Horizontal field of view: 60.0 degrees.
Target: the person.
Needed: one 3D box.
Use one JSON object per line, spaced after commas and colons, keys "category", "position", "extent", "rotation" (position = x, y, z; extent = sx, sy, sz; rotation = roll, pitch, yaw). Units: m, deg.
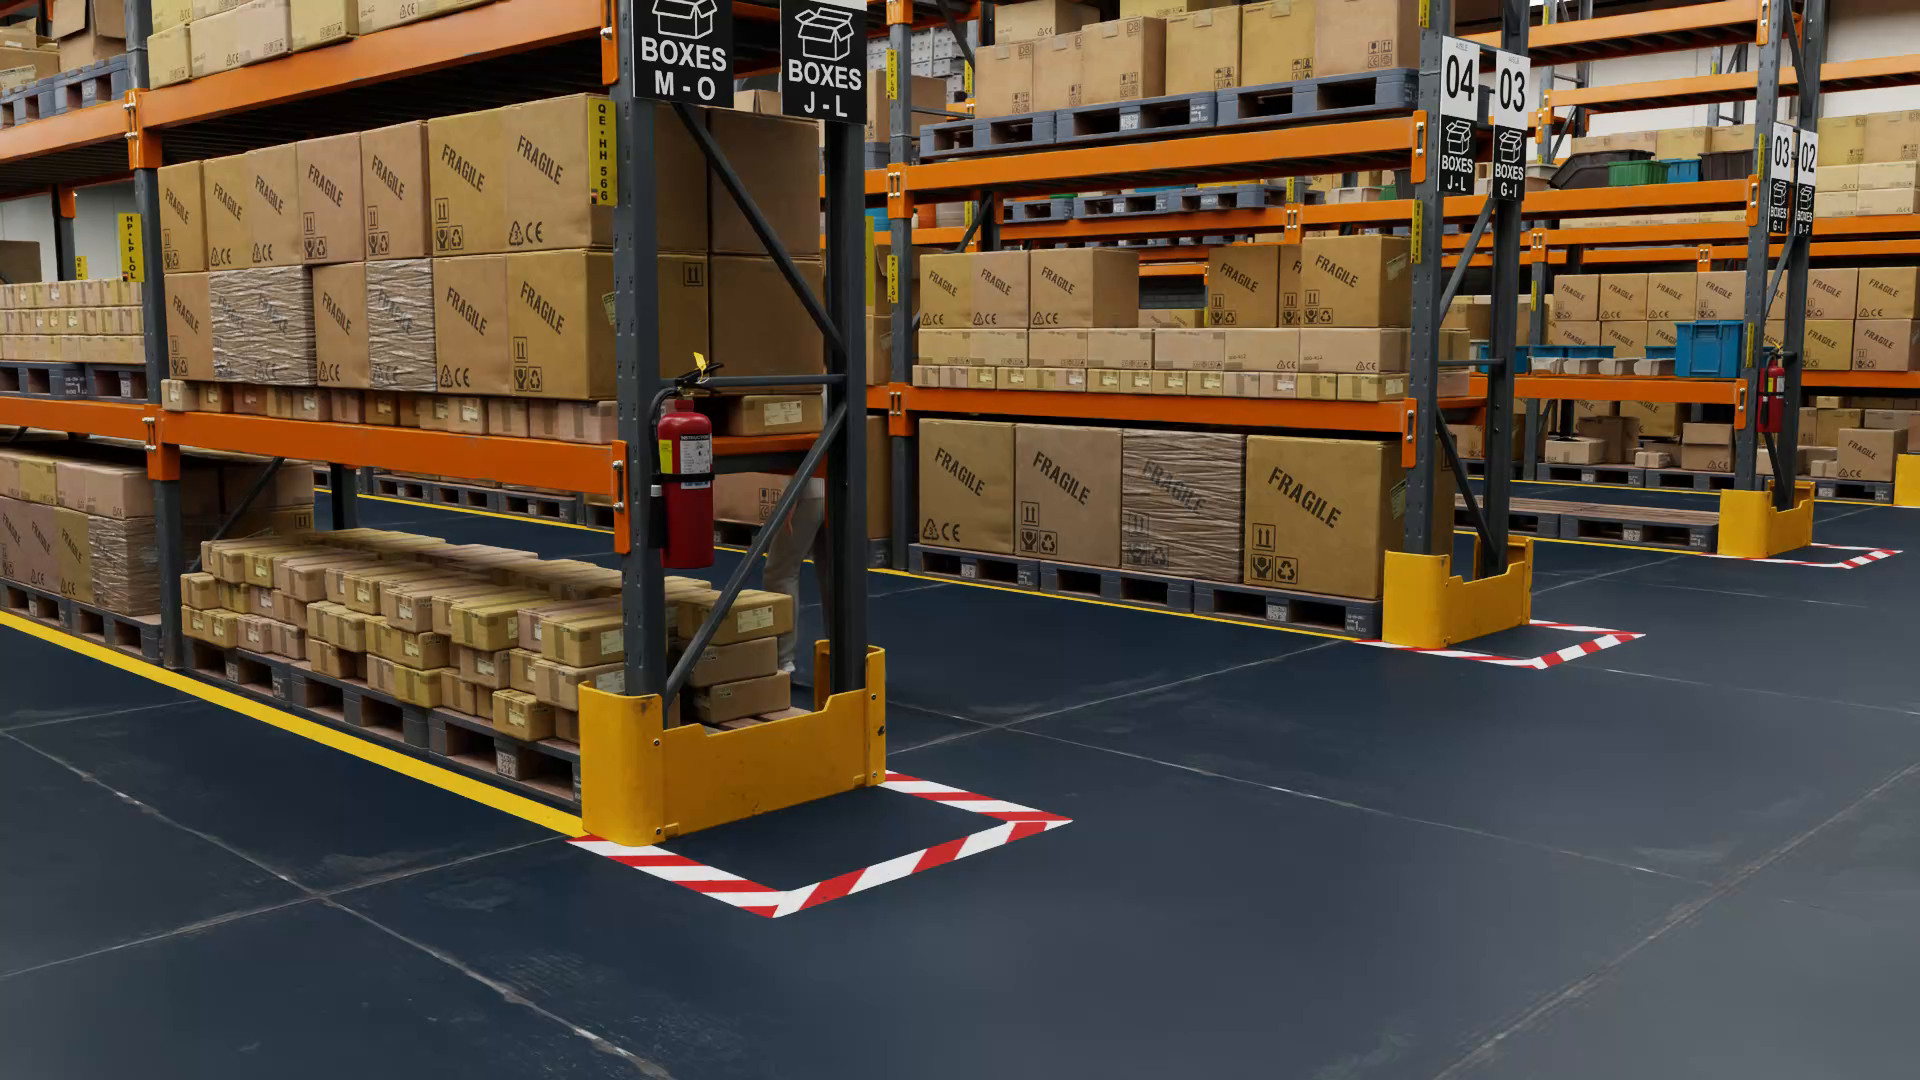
{"category": "person", "position": [-0.727, -0.158, 7.984], "extent": [0.544, 1.709, 0.494], "rotation": [6, 9, 40]}
